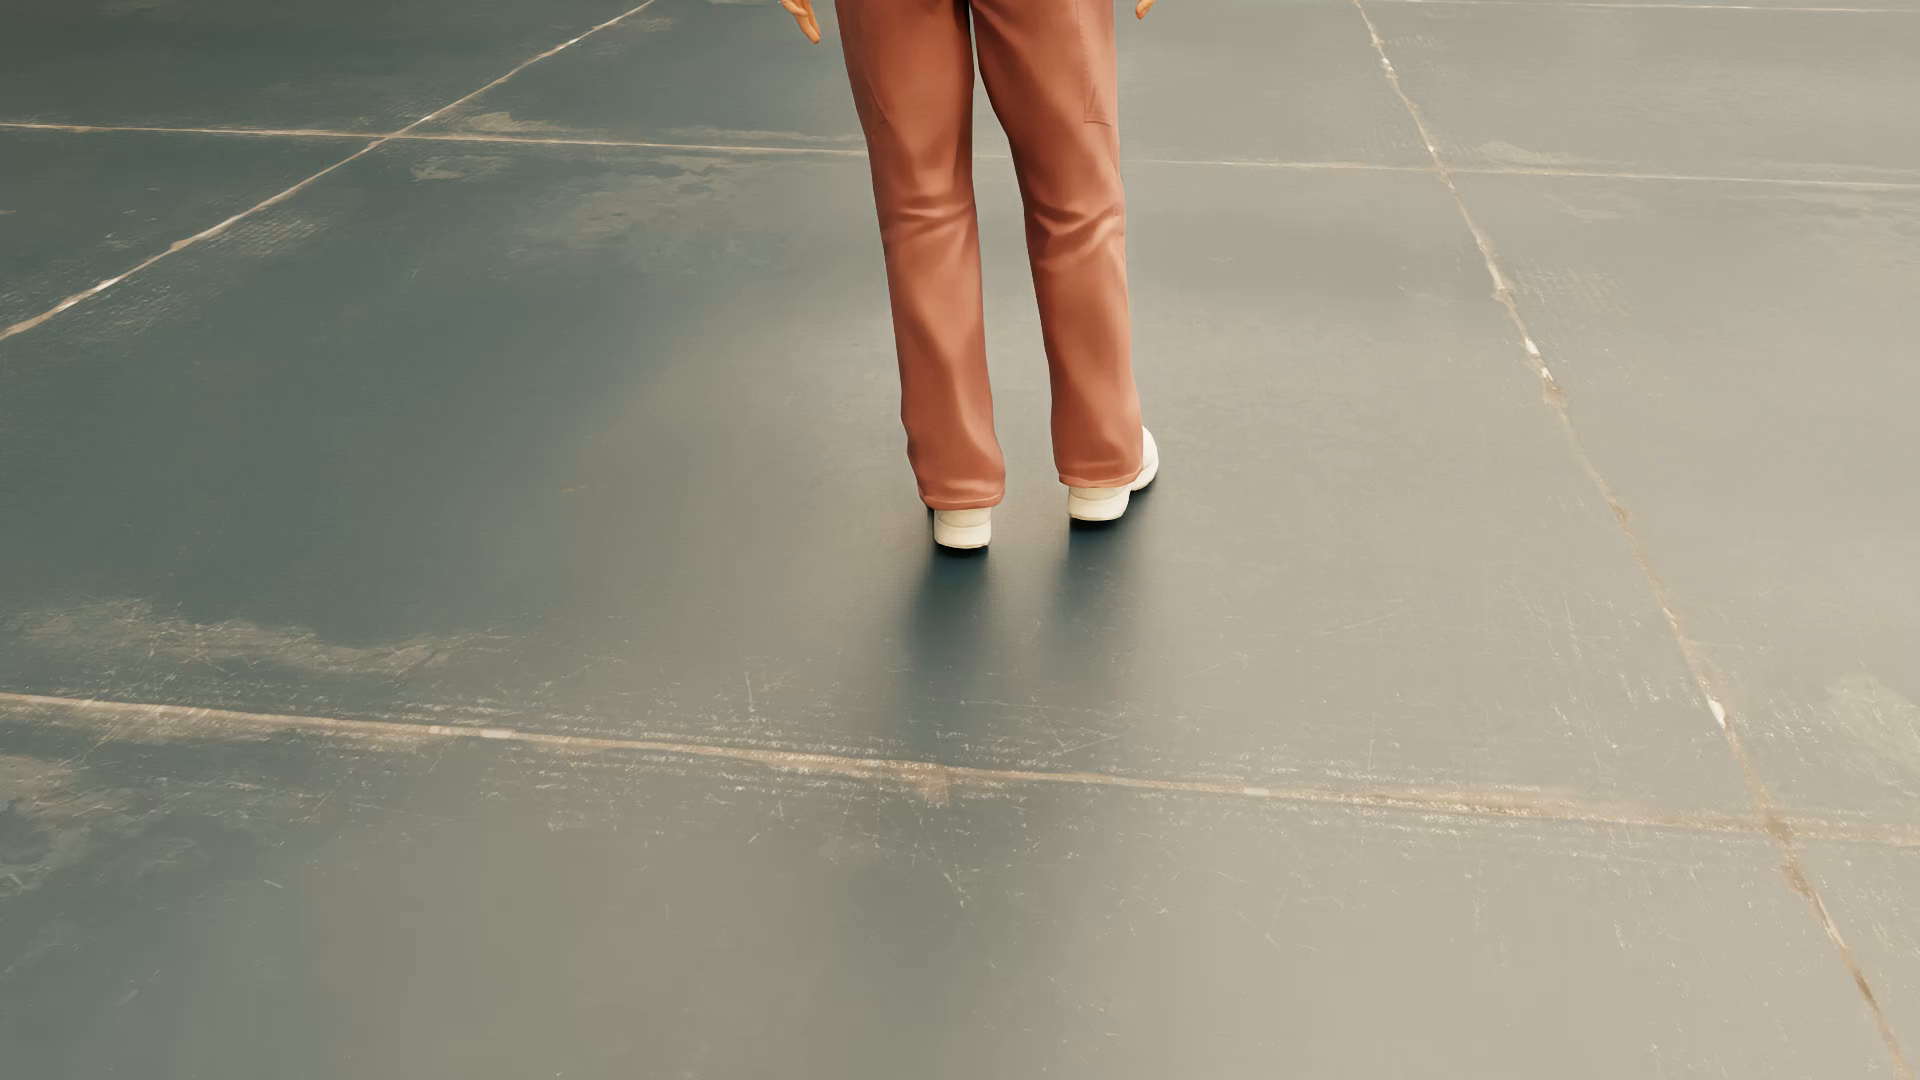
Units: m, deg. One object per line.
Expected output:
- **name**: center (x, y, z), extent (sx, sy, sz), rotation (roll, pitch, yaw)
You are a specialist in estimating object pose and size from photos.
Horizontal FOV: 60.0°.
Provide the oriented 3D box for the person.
- **person**: center (0.021, -0.789, 2.187), extent (0.553, 1.673, 0.548), rotation (3, 27, 7)
